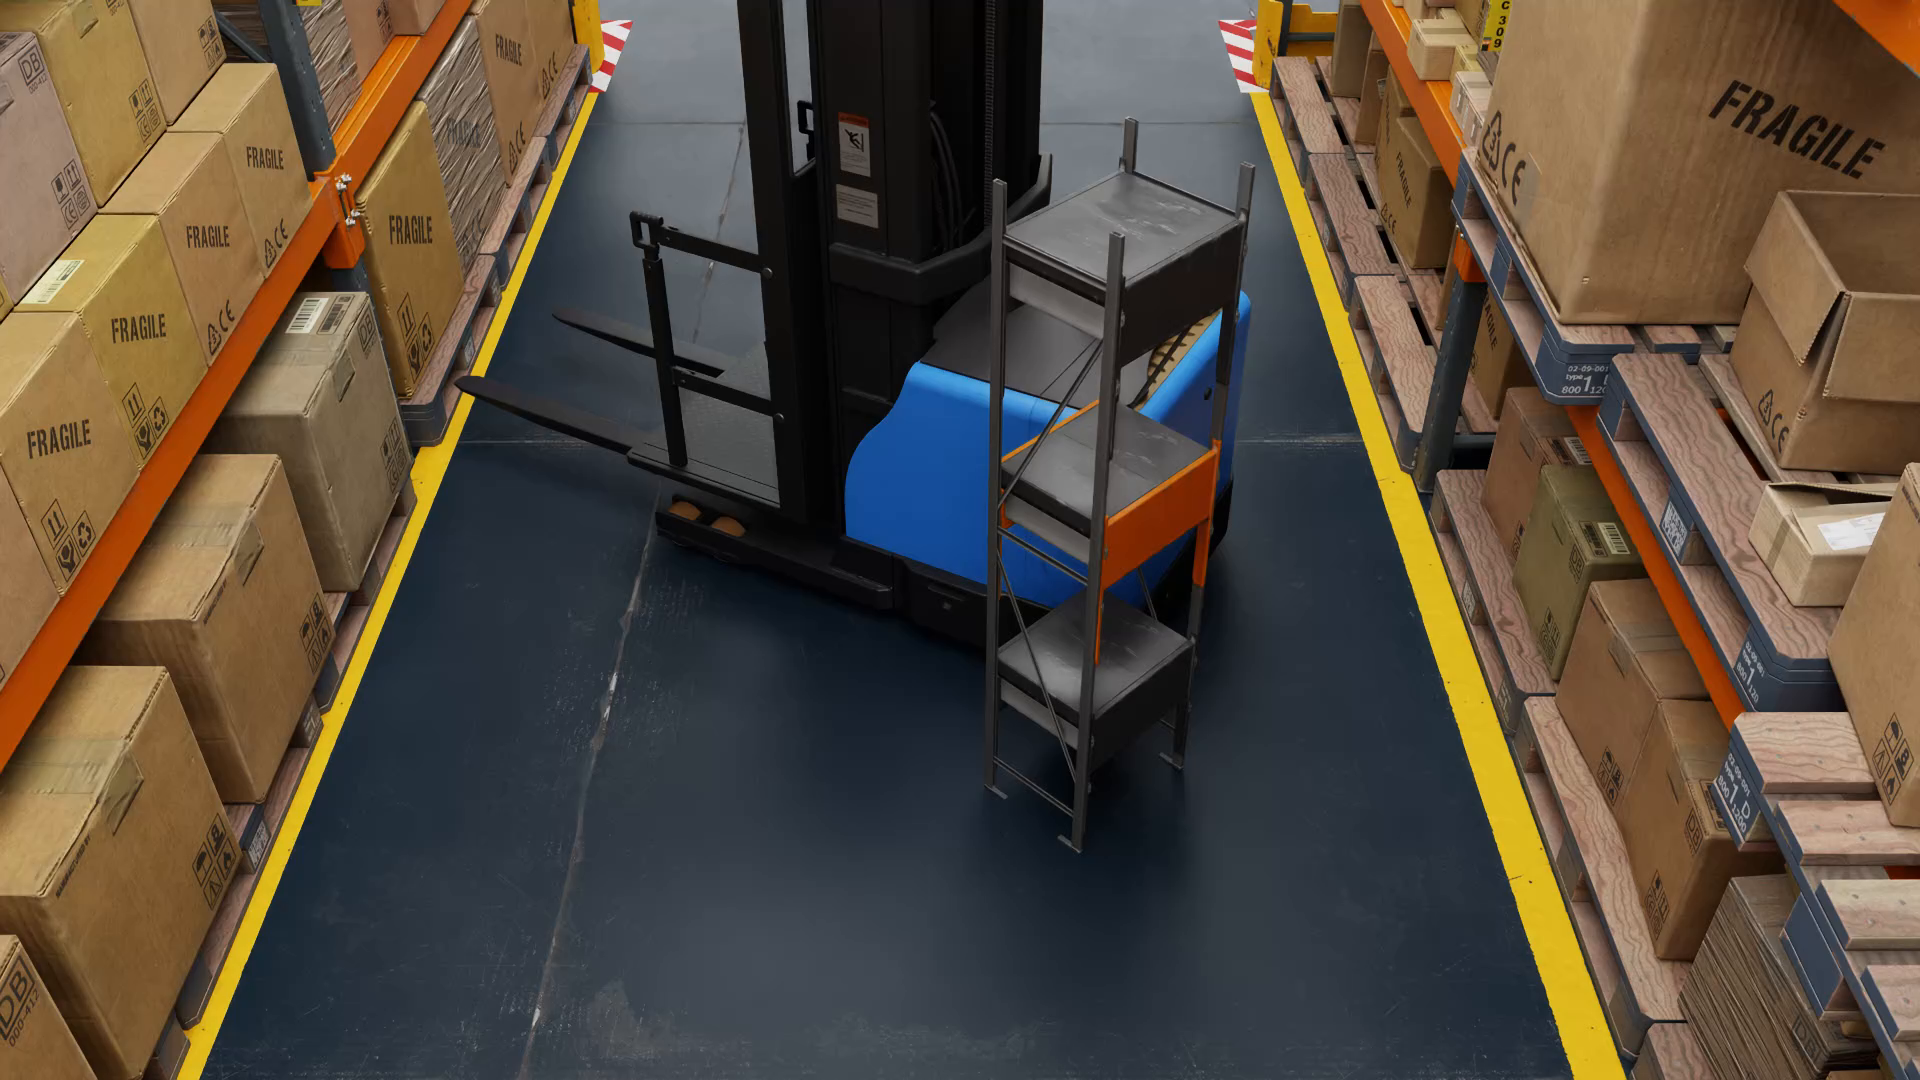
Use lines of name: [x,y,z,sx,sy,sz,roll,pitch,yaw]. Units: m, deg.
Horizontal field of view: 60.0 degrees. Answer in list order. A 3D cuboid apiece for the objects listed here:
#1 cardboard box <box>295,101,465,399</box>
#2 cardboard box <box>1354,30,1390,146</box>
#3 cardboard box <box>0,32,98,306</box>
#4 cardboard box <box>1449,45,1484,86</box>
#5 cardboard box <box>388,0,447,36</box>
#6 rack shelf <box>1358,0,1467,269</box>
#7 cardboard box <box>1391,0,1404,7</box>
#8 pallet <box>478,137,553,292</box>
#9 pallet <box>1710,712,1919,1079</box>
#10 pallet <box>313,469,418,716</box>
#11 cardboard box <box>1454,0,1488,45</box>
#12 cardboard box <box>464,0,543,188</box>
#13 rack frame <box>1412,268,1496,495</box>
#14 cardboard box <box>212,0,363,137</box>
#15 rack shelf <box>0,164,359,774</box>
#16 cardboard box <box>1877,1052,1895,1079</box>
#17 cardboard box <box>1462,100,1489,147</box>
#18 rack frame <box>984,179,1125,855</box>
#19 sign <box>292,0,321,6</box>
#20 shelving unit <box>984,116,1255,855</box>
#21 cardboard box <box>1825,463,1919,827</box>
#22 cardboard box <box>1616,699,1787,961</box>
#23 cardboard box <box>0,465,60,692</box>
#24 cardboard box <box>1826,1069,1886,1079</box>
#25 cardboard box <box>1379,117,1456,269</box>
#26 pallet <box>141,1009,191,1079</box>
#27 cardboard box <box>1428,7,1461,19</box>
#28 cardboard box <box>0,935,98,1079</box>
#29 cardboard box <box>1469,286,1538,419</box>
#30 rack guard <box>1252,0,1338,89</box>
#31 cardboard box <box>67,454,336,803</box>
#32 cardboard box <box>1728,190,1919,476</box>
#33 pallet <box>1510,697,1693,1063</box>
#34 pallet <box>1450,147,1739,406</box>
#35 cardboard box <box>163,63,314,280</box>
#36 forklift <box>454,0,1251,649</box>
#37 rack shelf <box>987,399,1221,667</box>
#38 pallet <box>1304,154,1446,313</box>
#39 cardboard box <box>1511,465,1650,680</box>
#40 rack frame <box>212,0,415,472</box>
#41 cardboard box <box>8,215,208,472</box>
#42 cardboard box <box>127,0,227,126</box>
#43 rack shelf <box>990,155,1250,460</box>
cardboard box: [-2.607,-1.172,6.678,0.875,0.875,0.875,1,39,1]
cardboard box: [2.299,-2.310,8.397,0.500,0.500,0.500,10,40,12]
cardboard box: [-2.666,-0.925,4.127,0.700,0.500,0.500,0,39,0]
cardboard box: [2.059,-1.734,6.216,0.380,0.149,0.250,0,39,0]
cardboard box: [-2.594,-2.415,6.745,0.875,0.550,0.550,0,39,0]
rack shelf: [2.282,-2.355,7.365,1.077,0.370,4.000,0,39,0]
cardboard box: [2.003,-2.359,6.996,0.380,0.149,0.250,0,39,0]
pallet: [-2.603,-1.597,8.074,1.003,0.211,1.213,0,39,0]
pallet: [2.182,0.746,3.074,1.213,0.211,1.003,0,39,0]
pallet: [-2.600,0.126,5.924,1.003,0.211,1.213,0,39,0]
cardboard box: [2.380,-2.134,6.196,0.875,0.500,0.500,0,39,0]
cardboard box: [-2.610,-2.306,8.092,0.875,0.875,0.875,-1,39,-1]
rack frame: [2.284,-1.385,5.579,1.000,3.000,0.127,0,39,0]
cardboard box: [-2.688,-1.734,5.895,0.875,0.550,0.550,0,39,0]
rack shelf: [-2.673,0.087,4.318,1.077,0.370,4.000,0,39,0]
cardboard box: [2.258,1.209,3.390,0.500,0.250,0.500,1,39,2]
cardboard box: [1.990,-1.421,5.825,0.380,0.149,0.250,0,39,0]
rack frame: [0.225,0.048,4.512,0.400,2.100,0.015,32,48,33]
sign: [-2.133,-1.872,5.324,0.100,0.325,0.005,0,39,0]
shelving unit: [0.396,-0.061,4.647,0.431,2.100,0.503,32,48,33]
cardboard box: [2.148,0.227,3.152,0.700,0.500,0.500,5,39,7]
cardboard box: [2.247,0.800,4.500,0.700,0.500,0.500,3,39,4]
cardboard box: [-2.405,0.104,3.642,0.500,0.500,0.500,0,39,0]
cardboard box: [2.268,1.501,3.625,0.700,0.500,0.500,-2,39,-2]
cardboard box: [2.236,-1.570,7.473,0.500,0.500,0.500,-3,39,-4]
pallet: [-2.597,1.652,4.020,1.003,0.211,1.213,0,39,0]
cardboard box: [2.079,-2.046,6.606,0.380,0.149,0.250,0,39,0]
cardboard box: [-2.582,1.390,3.580,1.050,0.750,0.750,-1,39,-1]
cardboard box: [2.324,-0.823,6.542,0.500,0.500,0.500,-1,39,-1]
rack guard: [2.280,-2.863,9.423,1.175,0.500,0.348,0,39,0]
cardboard box: [-2.588,0.261,4.989,1.050,0.750,0.750,0,39,0]
cardboard box: [2.379,-0.505,4.063,0.797,0.503,0.637,4,39,5]
pallet: [2.291,0.955,4.889,1.003,0.211,1.213,0,39,0]
pallet: [2.140,-0.832,5.043,1.003,0.211,1.213,0,39,0]
cardboard box: [-2.408,-1.157,5.215,0.500,0.500,0.500,0,39,0]
forklift: [-0.548,-1.331,5.567,3.031,2.935,1.130,19,42,22]
rack shelf: [0.396,-0.051,4.656,0.431,0.518,0.480,32,48,33]
pallet: [2.244,-1.481,7.930,1.003,0.211,1.213,0,39,0]
cardboard box: [2.245,0.101,5.372,0.700,0.500,0.500,0,39,0]
rack frame: [-2.676,-1.444,5.654,1.000,3.000,0.127,0,39,0]
cardboard box: [-2.407,-0.525,4.427,0.500,0.500,0.500,0,39,0]
cardboard box: [-2.669,-1.563,4.922,0.700,0.500,0.500,-1,39,-1]
rack shelf: [0.396,-0.597,4.218,0.431,0.518,0.480,32,48,33]
